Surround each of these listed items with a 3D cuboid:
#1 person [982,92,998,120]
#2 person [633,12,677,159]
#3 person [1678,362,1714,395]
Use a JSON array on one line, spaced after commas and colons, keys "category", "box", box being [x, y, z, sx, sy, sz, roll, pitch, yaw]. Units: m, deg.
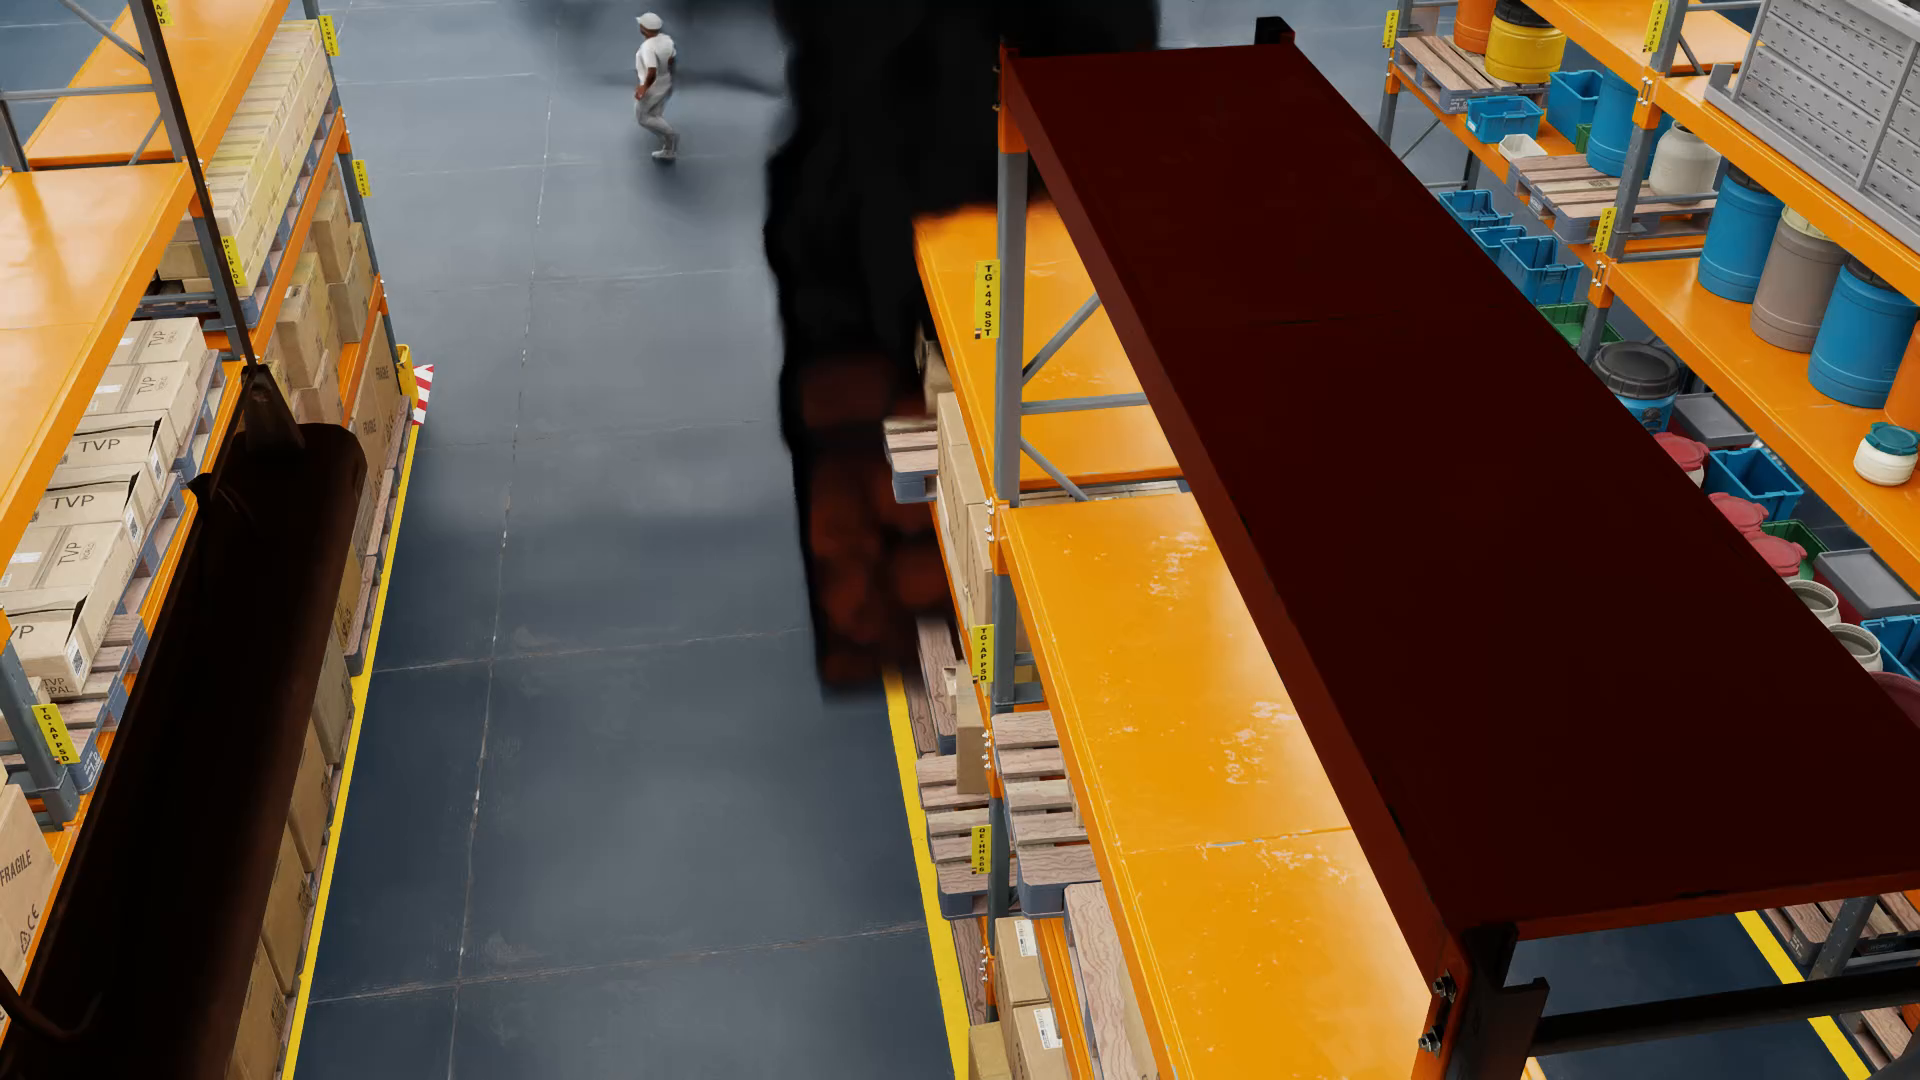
[{"category": "person", "box": [0.417, -4.330, 17.949, 0.665, 1.652, 0.533, 11, 38, 15]}, {"category": "person", "box": [-3.510, -5.206, 19.093, 0.582, 1.723, 0.700, 14, 38, 18]}, {"category": "person", "box": [6.435, -1.560, 14.223, 0.510, 1.578, 0.644, -15, 39, -19]}]
